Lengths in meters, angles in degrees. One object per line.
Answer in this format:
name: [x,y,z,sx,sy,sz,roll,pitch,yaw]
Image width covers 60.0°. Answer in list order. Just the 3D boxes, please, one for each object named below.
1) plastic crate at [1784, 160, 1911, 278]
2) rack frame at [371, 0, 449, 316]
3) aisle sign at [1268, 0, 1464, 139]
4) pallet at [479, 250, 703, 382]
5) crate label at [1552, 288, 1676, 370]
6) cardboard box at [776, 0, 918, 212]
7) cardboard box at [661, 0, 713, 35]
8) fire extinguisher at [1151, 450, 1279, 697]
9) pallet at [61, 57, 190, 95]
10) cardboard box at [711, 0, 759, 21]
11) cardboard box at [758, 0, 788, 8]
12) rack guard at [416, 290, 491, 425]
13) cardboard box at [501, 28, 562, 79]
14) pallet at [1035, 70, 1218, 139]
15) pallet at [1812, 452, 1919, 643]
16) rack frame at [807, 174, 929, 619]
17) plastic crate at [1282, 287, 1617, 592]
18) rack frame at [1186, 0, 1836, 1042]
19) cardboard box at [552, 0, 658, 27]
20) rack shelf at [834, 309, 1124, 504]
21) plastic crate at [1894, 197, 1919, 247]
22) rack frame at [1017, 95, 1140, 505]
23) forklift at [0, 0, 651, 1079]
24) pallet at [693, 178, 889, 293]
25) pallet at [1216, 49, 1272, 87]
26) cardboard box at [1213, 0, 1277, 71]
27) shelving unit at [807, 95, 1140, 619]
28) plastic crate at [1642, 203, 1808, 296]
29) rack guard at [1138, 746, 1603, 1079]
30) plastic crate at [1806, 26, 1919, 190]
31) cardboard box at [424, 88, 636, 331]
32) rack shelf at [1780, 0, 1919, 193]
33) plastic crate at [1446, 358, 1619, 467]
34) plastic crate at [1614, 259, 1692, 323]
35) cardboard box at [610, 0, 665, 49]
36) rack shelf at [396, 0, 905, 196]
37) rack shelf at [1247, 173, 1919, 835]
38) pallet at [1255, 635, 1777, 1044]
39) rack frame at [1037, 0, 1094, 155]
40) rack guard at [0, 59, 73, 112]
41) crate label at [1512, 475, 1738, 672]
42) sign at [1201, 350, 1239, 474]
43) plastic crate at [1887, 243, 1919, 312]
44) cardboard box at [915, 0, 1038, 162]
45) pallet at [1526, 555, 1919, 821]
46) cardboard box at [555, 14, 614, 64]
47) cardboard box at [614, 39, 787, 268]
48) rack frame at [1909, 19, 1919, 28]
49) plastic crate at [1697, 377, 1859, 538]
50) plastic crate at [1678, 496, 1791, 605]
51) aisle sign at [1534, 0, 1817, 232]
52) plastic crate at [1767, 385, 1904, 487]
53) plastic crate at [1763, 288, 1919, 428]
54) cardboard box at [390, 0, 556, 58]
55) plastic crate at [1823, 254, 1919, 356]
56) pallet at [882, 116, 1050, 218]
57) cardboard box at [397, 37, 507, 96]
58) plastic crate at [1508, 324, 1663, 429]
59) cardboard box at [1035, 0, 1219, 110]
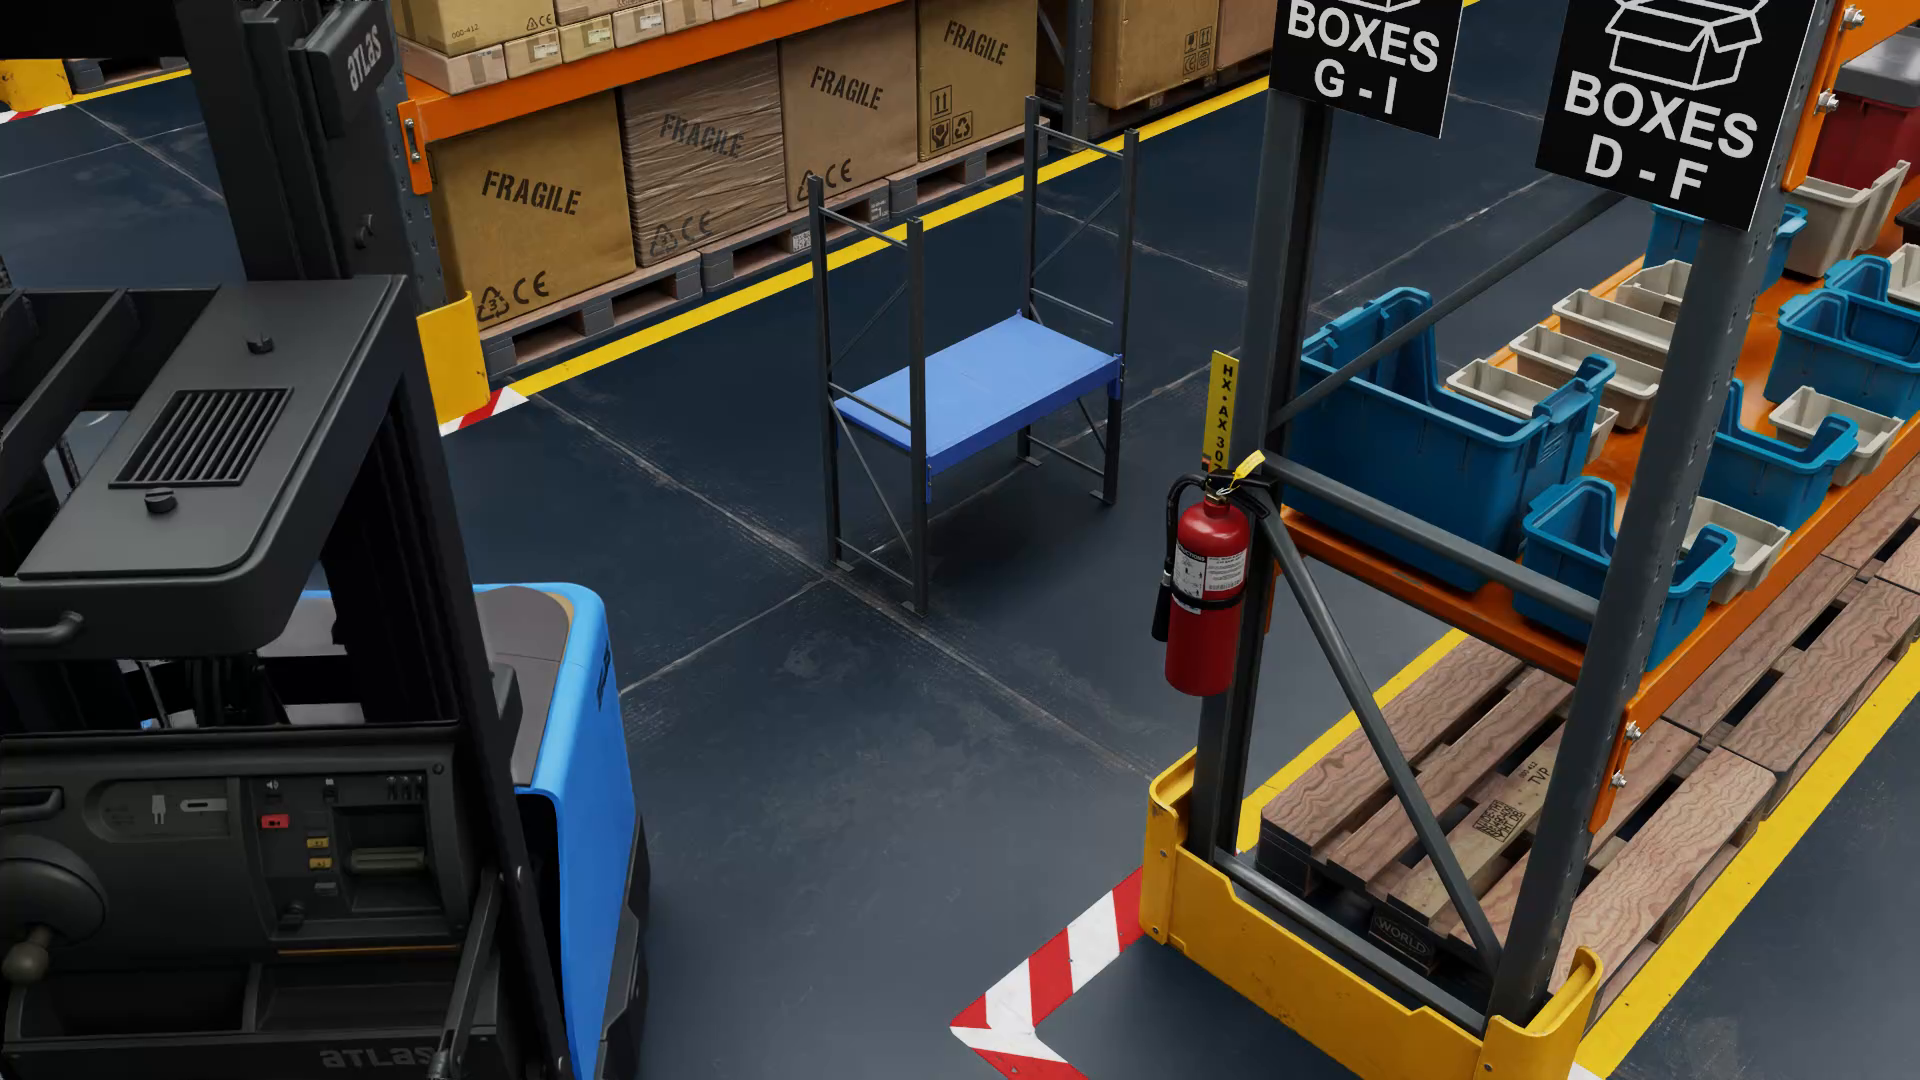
plastic crate: [2.632,-1.055,5.192,0.437,0.282,0.530,30,45,35]
rack frame: [-2.495,-1.998,6.492,1.000,3.000,0.127,30,45,35]
aisle sign: [0.762,-1.156,3.013,0.394,0.787,0.004,30,45,35]
pallet: [-1.987,-1.210,7.800,1.003,0.211,1.213,30,45,35]
crate label: [1.860,-0.556,4.604,0.396,0.136,0.243,30,45,35]
cardboard box: [-0.832,-2.321,8.446,0.875,0.875,0.875,30,45,35]
cardboard box: [-1.288,-2.323,7.179,0.380,0.149,0.250,29,44,34]
fire extinguisher: [0.592,0.061,3.933,0.296,0.674,0.183,30,45,35]
pallet: [-5.292,-3.240,10.712,1.003,0.211,1.213,30,45,35]
cardboard box: [-1.106,-2.428,7.330,0.380,0.149,0.250,29,44,35]
cardboard box: [-0.927,-2.531,7.476,0.380,0.149,0.250,28,44,34]
rack guard: [-2.511,-0.962,7.193,1.175,0.500,0.348,30,45,35]
cardboard box: [-1.830,-2.010,6.730,0.380,0.149,0.250,29,44,35]
pallet: [0.814,-2.821,10.111,1.003,0.211,1.213,30,45,35]
pallet: [3.348,-0.167,6.305,1.003,0.211,1.213,30,45,35]
rack frame: [-0.298,-0.443,5.575,0.500,1.500,0.032,30,45,35]
plastic crate: [1.124,-0.252,3.905,0.616,0.435,0.499,30,45,35]
rack frame: [1.020,-0.001,3.630,1.000,3.000,0.127,30,45,35]
cardboard box: [-1.603,-2.358,6.880,0.500,0.250,0.500,29,44,35]
rack shelf: [0.060,-0.502,5.974,0.538,0.185,1.000,30,45,35]
plastic crate: [3.241,-0.974,5.213,0.437,0.125,0.590,30,45,35]
rack frame: [0.418,-0.856,6.167,0.500,1.500,0.032,30,45,35]
forklift: [-1.346,0.635,2.777,1.130,2.935,3.031,-1,35,-2]
pallet: [-1.127,-1.703,8.507,1.003,0.211,1.213,30,45,35]
pallet: [1.674,-3.319,10.824,1.003,0.211,1.213,30,45,35]
cardboard box: [1.389,-3.553,10.213,1.225,0.875,0.875,28,44,34]
shelving unit: [0.060,-0.650,5.871,0.538,1.500,1.048,30,45,35]
plastic crate: [2.285,-0.894,5.004,0.416,0.233,0.300,30,45,35]
rack guard: [1.013,1.039,4.323,1.175,0.500,0.348,30,45,35]
plastic crate: [3.032,-1.415,5.548,0.402,0.464,0.583,30,45,35]
cardboard box: [-2.100,-1.590,7.398,0.875,0.875,0.875,30,45,35]
rack shelf: [2.429,-1.748,4.142,1.077,0.370,4.000,30,45,35]
plastic crate: [1.466,-0.322,4.267,0.396,0.136,0.243,30,45,35]
plastic crate: [2.055,-0.684,4.787,0.298,0.136,0.250,30,45,35]
cardboard box: [-1.467,-2.221,7.032,0.380,0.149,0.250,29,44,35]
rack shelf: [-1.085,-2.514,7.862,1.077,0.370,4.000,30,45,35]
rack shelf: [2.429,-0.518,5.000,1.077,0.370,4.000,30,45,35]
pallet: [1.629,0.823,4.885,1.003,0.211,1.213,30,45,35]
rack frame: [0.324,-3.621,8.820,1.000,3.000,0.127,30,45,35]
rack guard: [-5.890,-3.043,10.176,1.175,0.500,0.348,30,45,35]
crate label: [1.428,0.075,3.614,0.416,0.233,0.303,30,45,35]
sign: [0.619,-0.283,3.891,0.100,0.325,0.005,30,45,35]
plastic crate: [2.825,-0.713,4.829,0.293,0.136,0.466,30,45,35]
cardboard box: [-0.198,-2.686,8.970,0.875,0.875,0.875,30,45,35]
pallet: [2.488,0.330,5.592,1.003,0.211,1.213,30,45,35]
cardboard box: [-1.650,-2.114,6.879,0.380,0.149,0.250,28,44,34]
cardboard box: [-1.459,-1.960,7.928,0.875,0.875,0.875,30,45,35]
rack frame: [3.839,-1.625,5.958,1.000,3.000,0.127,30,45,35]
plastic crate: [1.892,-0.192,3.997,0.416,0.233,0.300,30,45,35]
plastic crate: [1.713,0.018,3.780,0.250,0.136,0.298,30,45,35]
aisle sign: [1.180,-0.919,2.672,0.394,0.787,0.004,30,45,35]
plastic crate: [2.191,-0.257,4.175,0.250,0.136,0.298,30,45,35]
plastic crate: [2.356,-0.459,4.380,0.416,0.233,0.300,30,45,35]
cardboard box: [-1.965,-2.144,6.573,0.500,0.250,0.500,28,44,34]
plastic crate: [2.567,-0.581,4.555,0.416,0.233,0.300,30,45,35]
pallet: [-0.268,-2.200,9.221,1.003,0.211,1.213,30,45,35]
cardboard box: [-2.010,-1.906,6.580,0.250,0.149,0.380,-29,44,-35]
plastic crate: [1.681,-0.434,4.428,0.396,0.136,0.243,30,45,35]
cardboard box: [0.760,-3.190,9.692,1.225,0.875,0.875,30,45,35]
